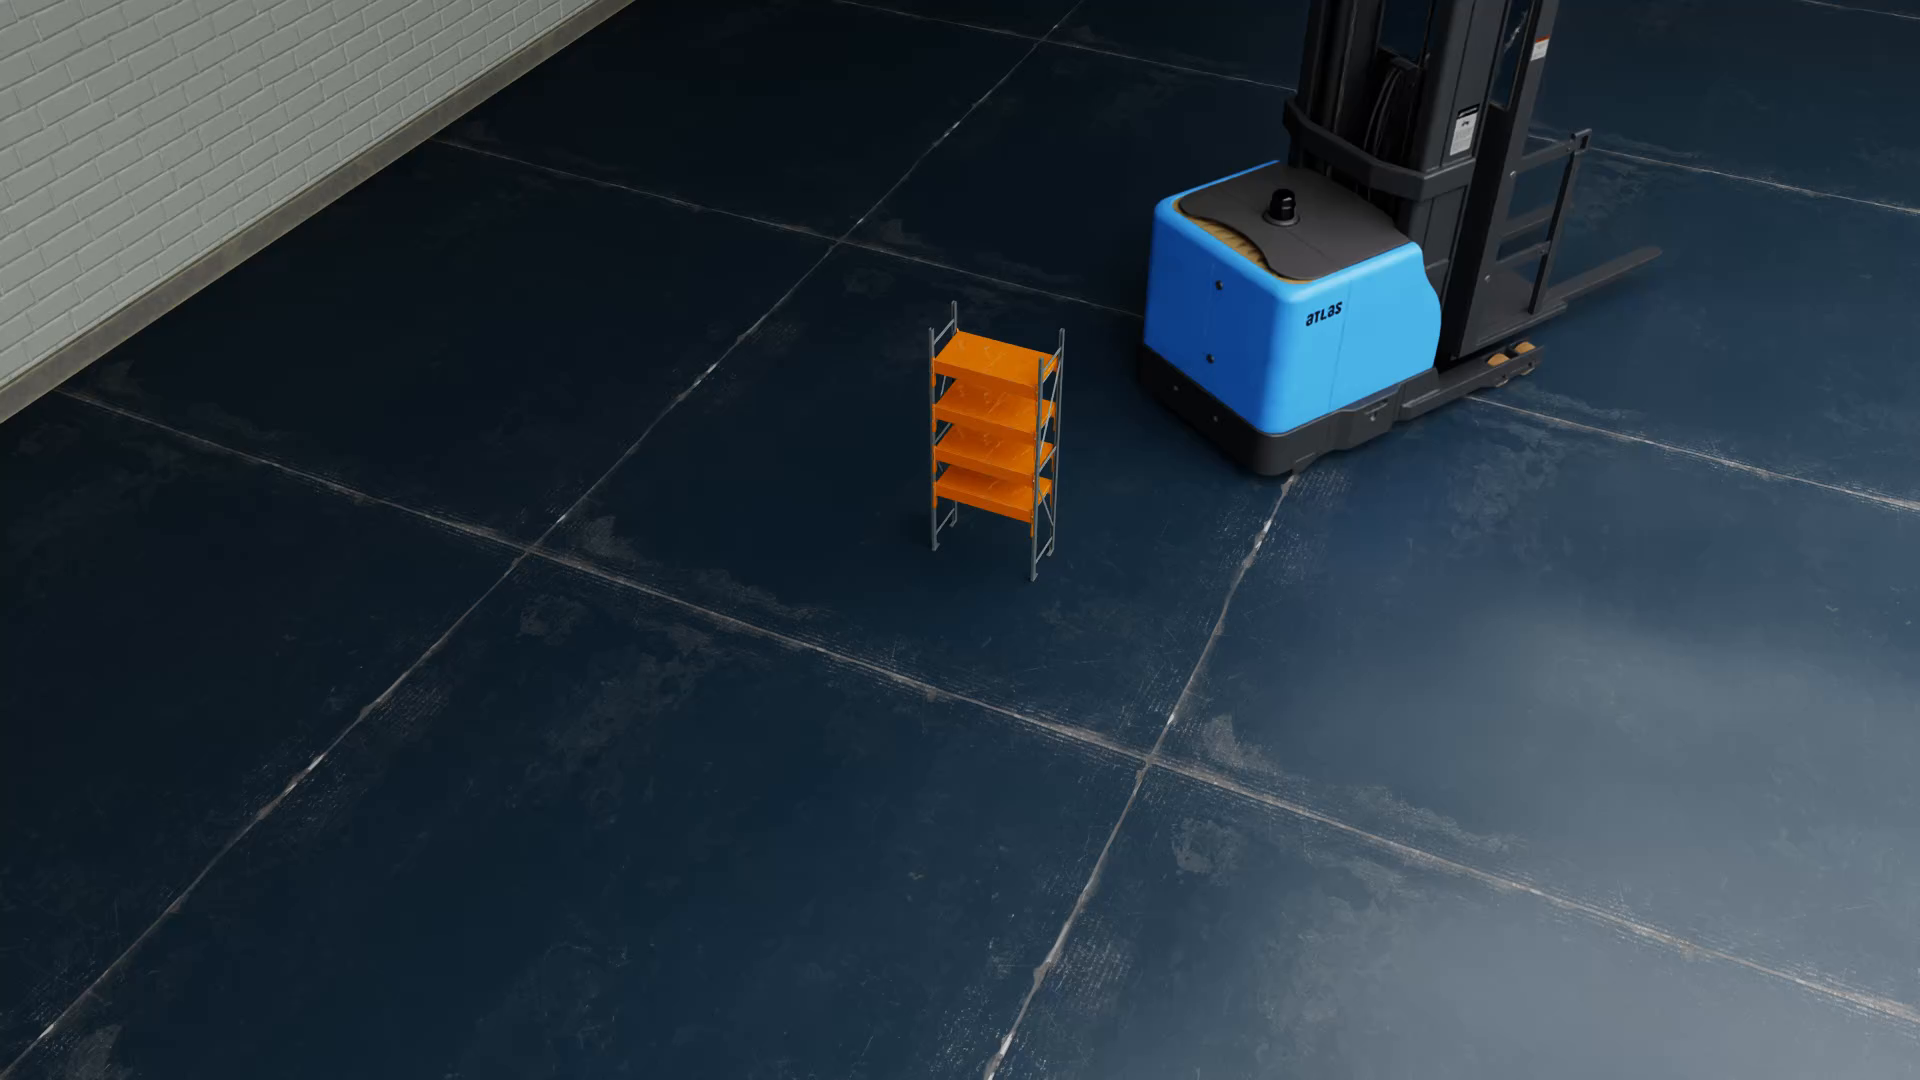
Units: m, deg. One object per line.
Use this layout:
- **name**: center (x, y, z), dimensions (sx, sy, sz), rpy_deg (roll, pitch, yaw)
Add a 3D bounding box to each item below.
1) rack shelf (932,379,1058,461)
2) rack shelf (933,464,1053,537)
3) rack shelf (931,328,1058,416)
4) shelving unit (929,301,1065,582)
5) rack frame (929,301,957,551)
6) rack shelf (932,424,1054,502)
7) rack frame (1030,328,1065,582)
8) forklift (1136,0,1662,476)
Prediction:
- **rack shelf**: center (0.150, -0.526, 7.086), dimensions (0.480, 0.148, 0.258), rpy_deg (17, 44, 19)
- **rack shelf**: center (0.150, -0.207, 7.362), dimensions (0.480, 0.148, 0.258), rpy_deg (17, 44, 19)
- **rack shelf**: center (0.150, -0.705, 6.931), dimensions (0.480, 0.148, 0.258), rpy_deg (17, 44, 19)
- **shelving unit**: center (0.150, -0.408, 7.188), dimensions (0.503, 1.200, 0.258), rpy_deg (17, 44, 19)
- **rack frame**: center (-0.071, -0.475, 7.266), dimensions (0.015, 1.200, 0.240), rpy_deg (17, 44, 19)
- **rack shelf**: center (0.150, -0.357, 7.232), dimensions (0.480, 0.148, 0.258), rpy_deg (17, 44, 19)
- **rack frame**: center (0.371, -0.340, 7.110), dimensions (0.015, 1.200, 0.240), rpy_deg (17, 44, 19)
- **forklift**: center (2.410, -2.161, 7.889), dimensions (3.031, 2.935, 1.130), rpy_deg (-23, 46, -25)
